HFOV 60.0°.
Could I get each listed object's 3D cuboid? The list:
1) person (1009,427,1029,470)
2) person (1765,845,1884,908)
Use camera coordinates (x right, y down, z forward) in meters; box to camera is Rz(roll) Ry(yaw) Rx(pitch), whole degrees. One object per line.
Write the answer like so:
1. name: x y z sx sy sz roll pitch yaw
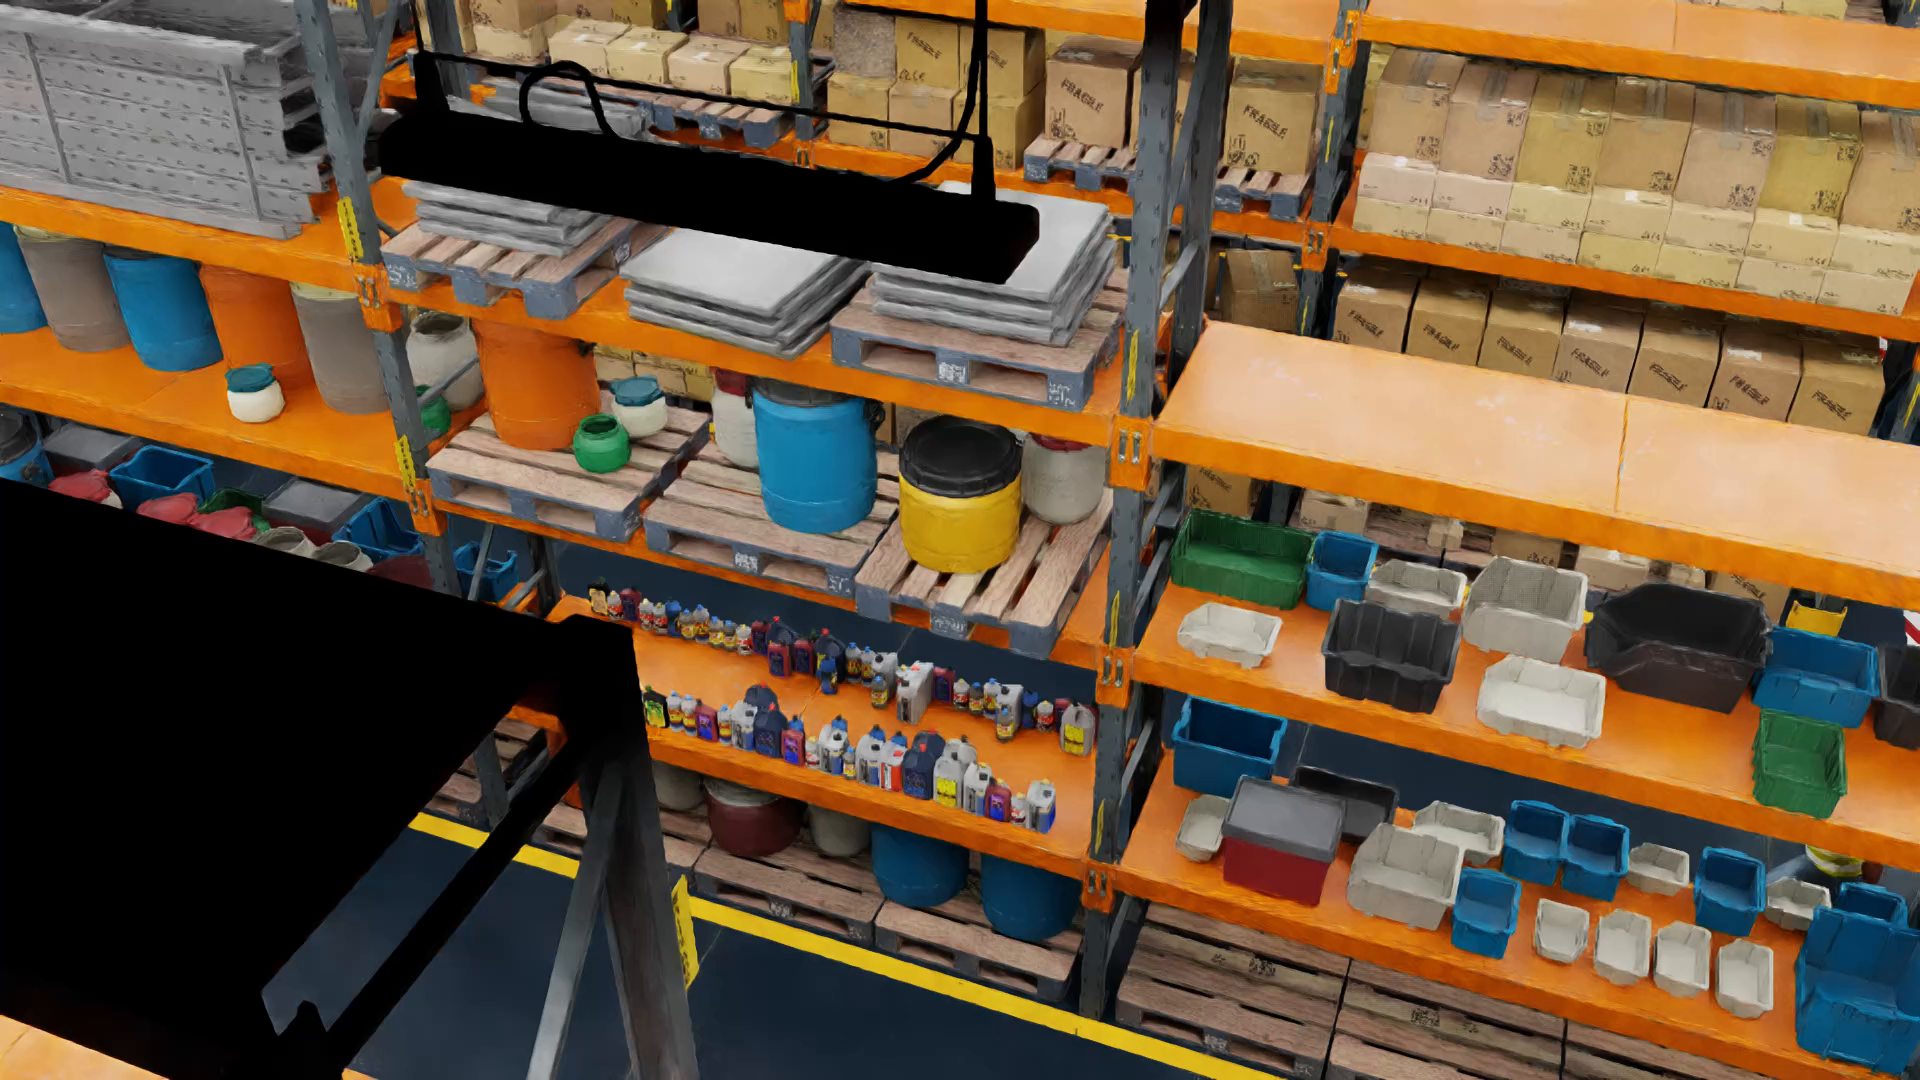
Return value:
1. person: 0.561 -0.139 12.225 0.506 1.632 0.639 12 38 15
2. person: 4.986 1.779 9.557 0.856 1.697 0.734 16 39 21
